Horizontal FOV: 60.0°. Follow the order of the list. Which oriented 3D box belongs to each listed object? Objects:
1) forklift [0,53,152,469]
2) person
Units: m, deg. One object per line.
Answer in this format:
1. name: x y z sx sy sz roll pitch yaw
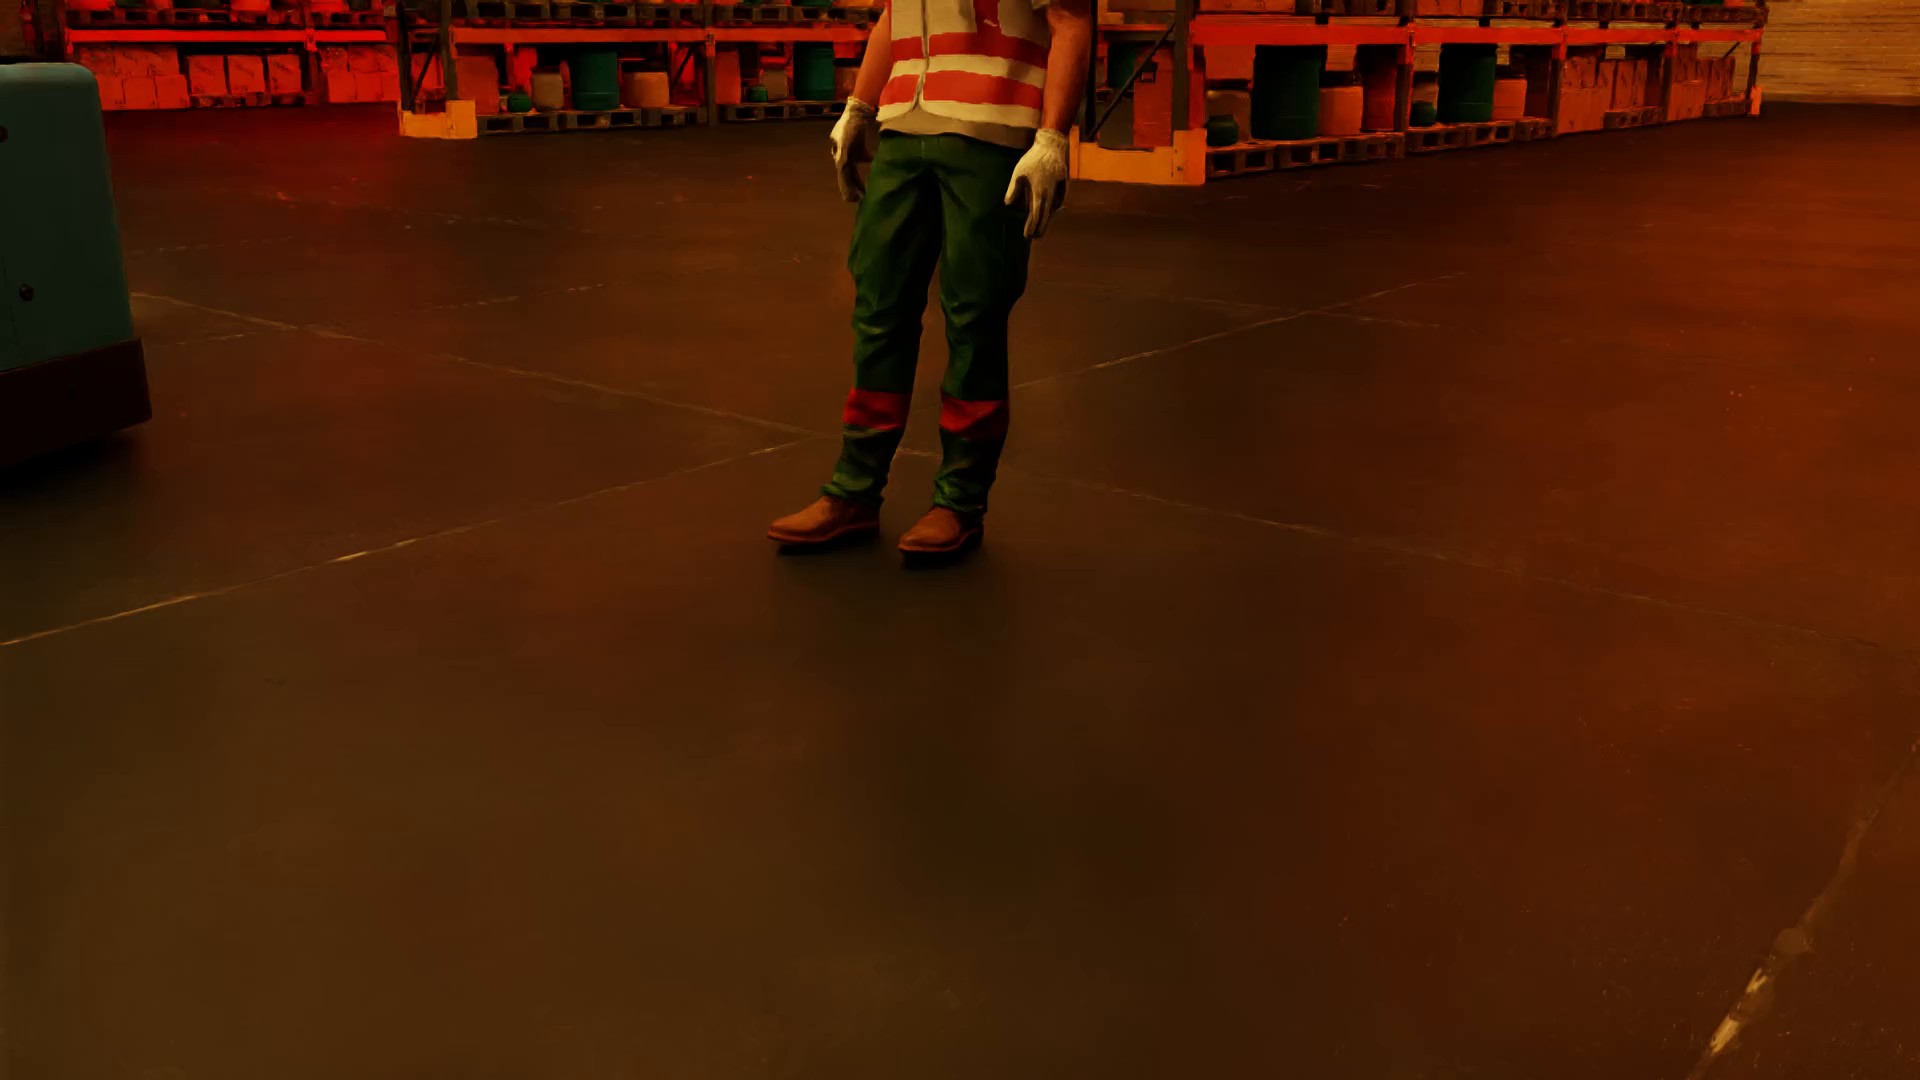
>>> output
1. forklift: -3.933 -1.649 4.329 3.031 2.935 1.130 4 17 12
2. person: -0.060 -0.847 3.627 0.637 1.787 0.563 13 21 37
